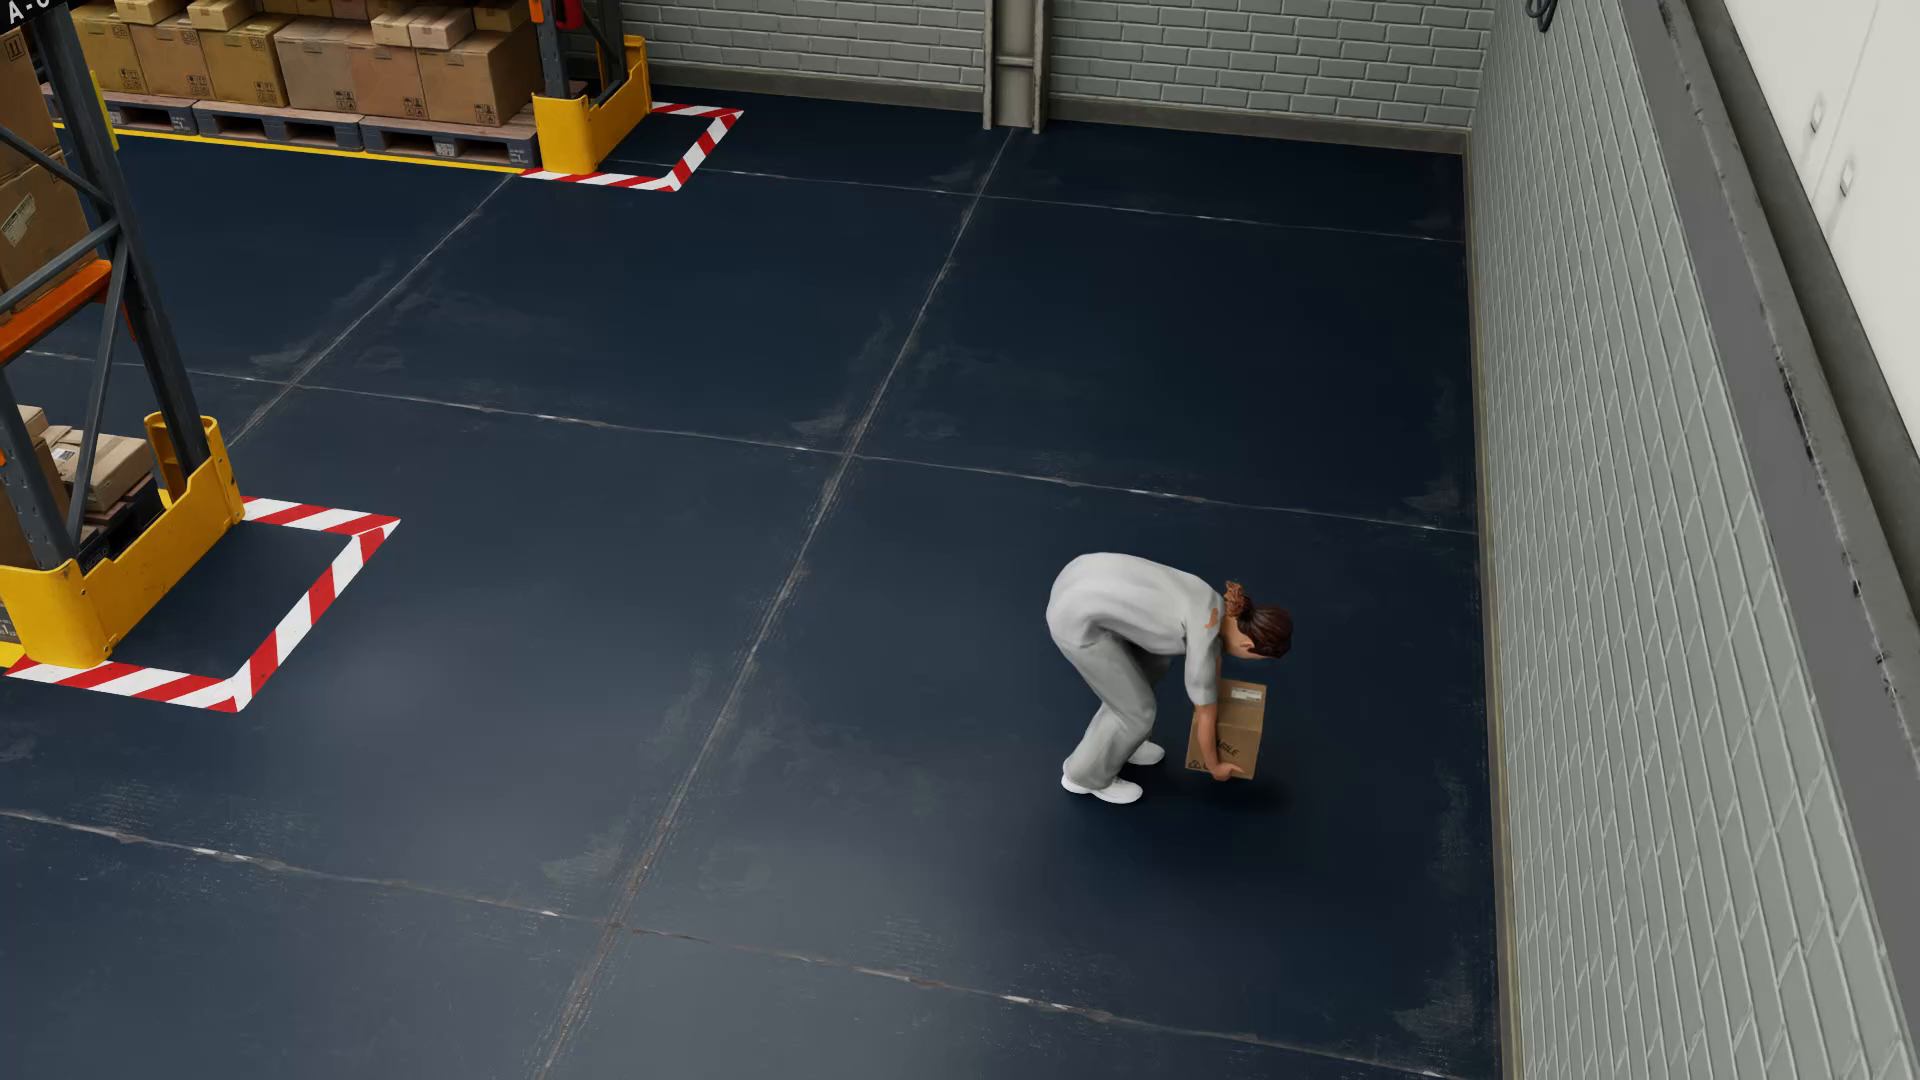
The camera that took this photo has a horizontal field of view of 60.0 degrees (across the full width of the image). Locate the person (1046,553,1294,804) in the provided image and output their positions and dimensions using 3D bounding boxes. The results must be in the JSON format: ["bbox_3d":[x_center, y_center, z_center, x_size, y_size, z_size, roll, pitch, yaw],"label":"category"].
[{"bbox_3d":[0.739,0.513,6.039,0.864,0.986,0.438,6,37,8],"label":"person"}]
